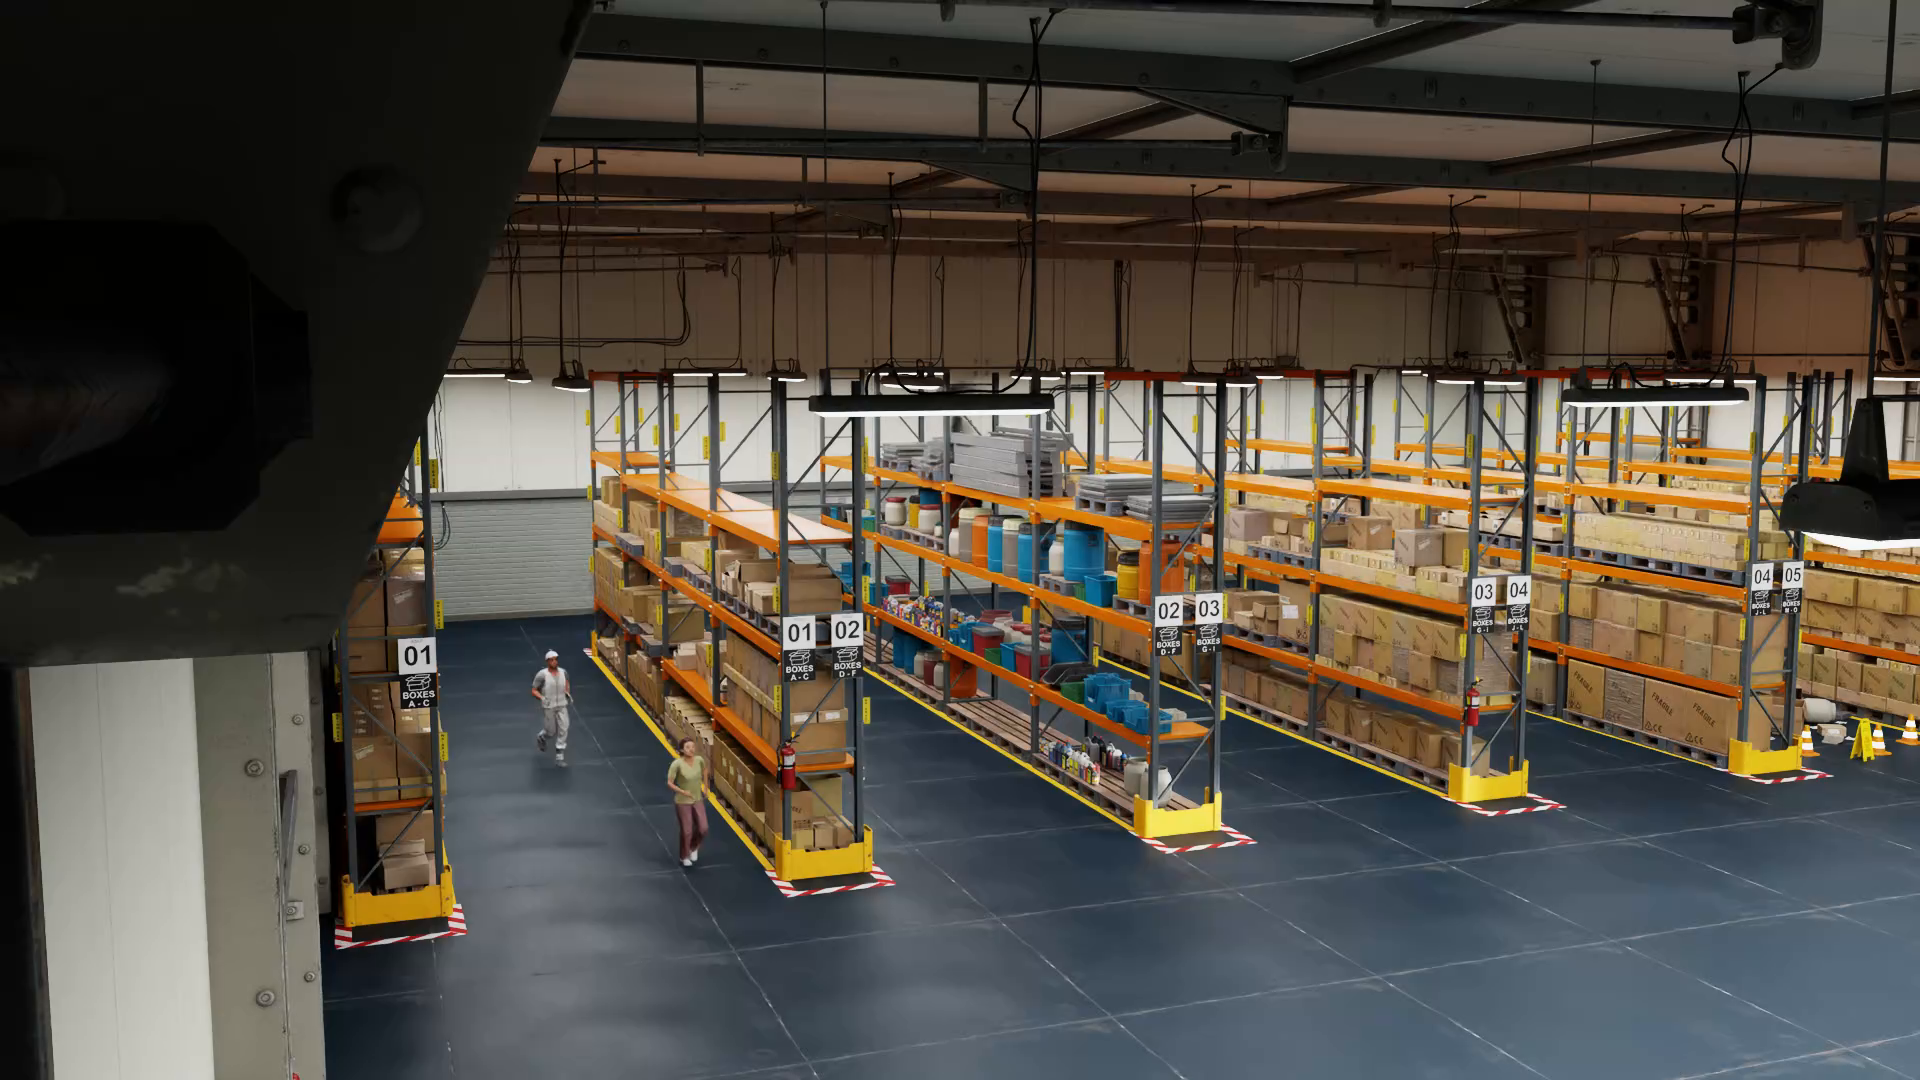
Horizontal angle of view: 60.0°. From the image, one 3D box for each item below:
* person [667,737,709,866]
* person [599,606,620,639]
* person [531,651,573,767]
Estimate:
[{"bbox_3d":[-3.312,3.230,20.499,0.598,1.630,0.561,-4,8,-32],"label":"person"},{"bbox_3d":[-7.683,1.472,36.129,0.707,1.754,0.659,-3,7,-24],"label":"person"},{"bbox_3d":[-6.303,2.590,25.738,0.638,1.771,0.863,-5,8,-36],"label":"person"}]
